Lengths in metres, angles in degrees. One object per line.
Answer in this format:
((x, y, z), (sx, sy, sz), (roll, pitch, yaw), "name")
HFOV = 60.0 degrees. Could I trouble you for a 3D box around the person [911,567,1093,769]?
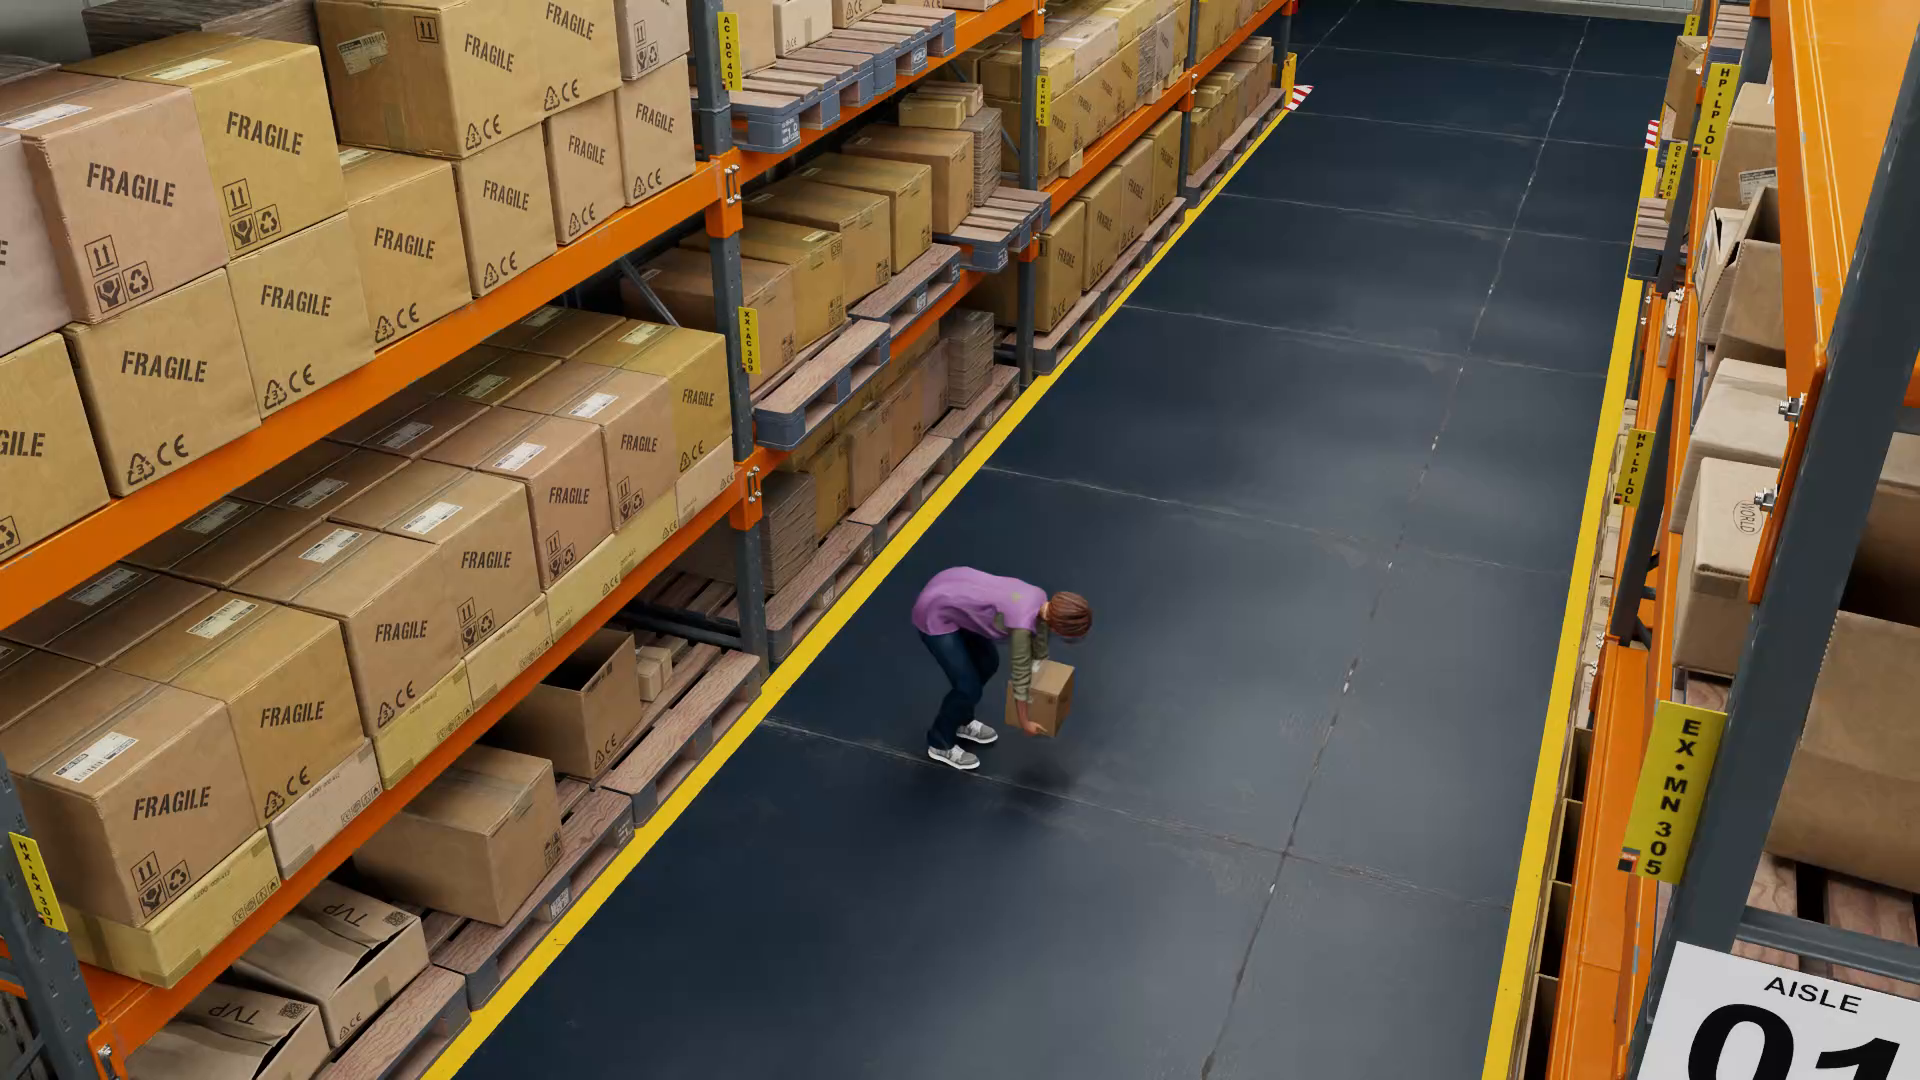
((0.195, 0.630, 7.892), (0.869, 1.012, 0.393), (10, 32, 17), "person")
